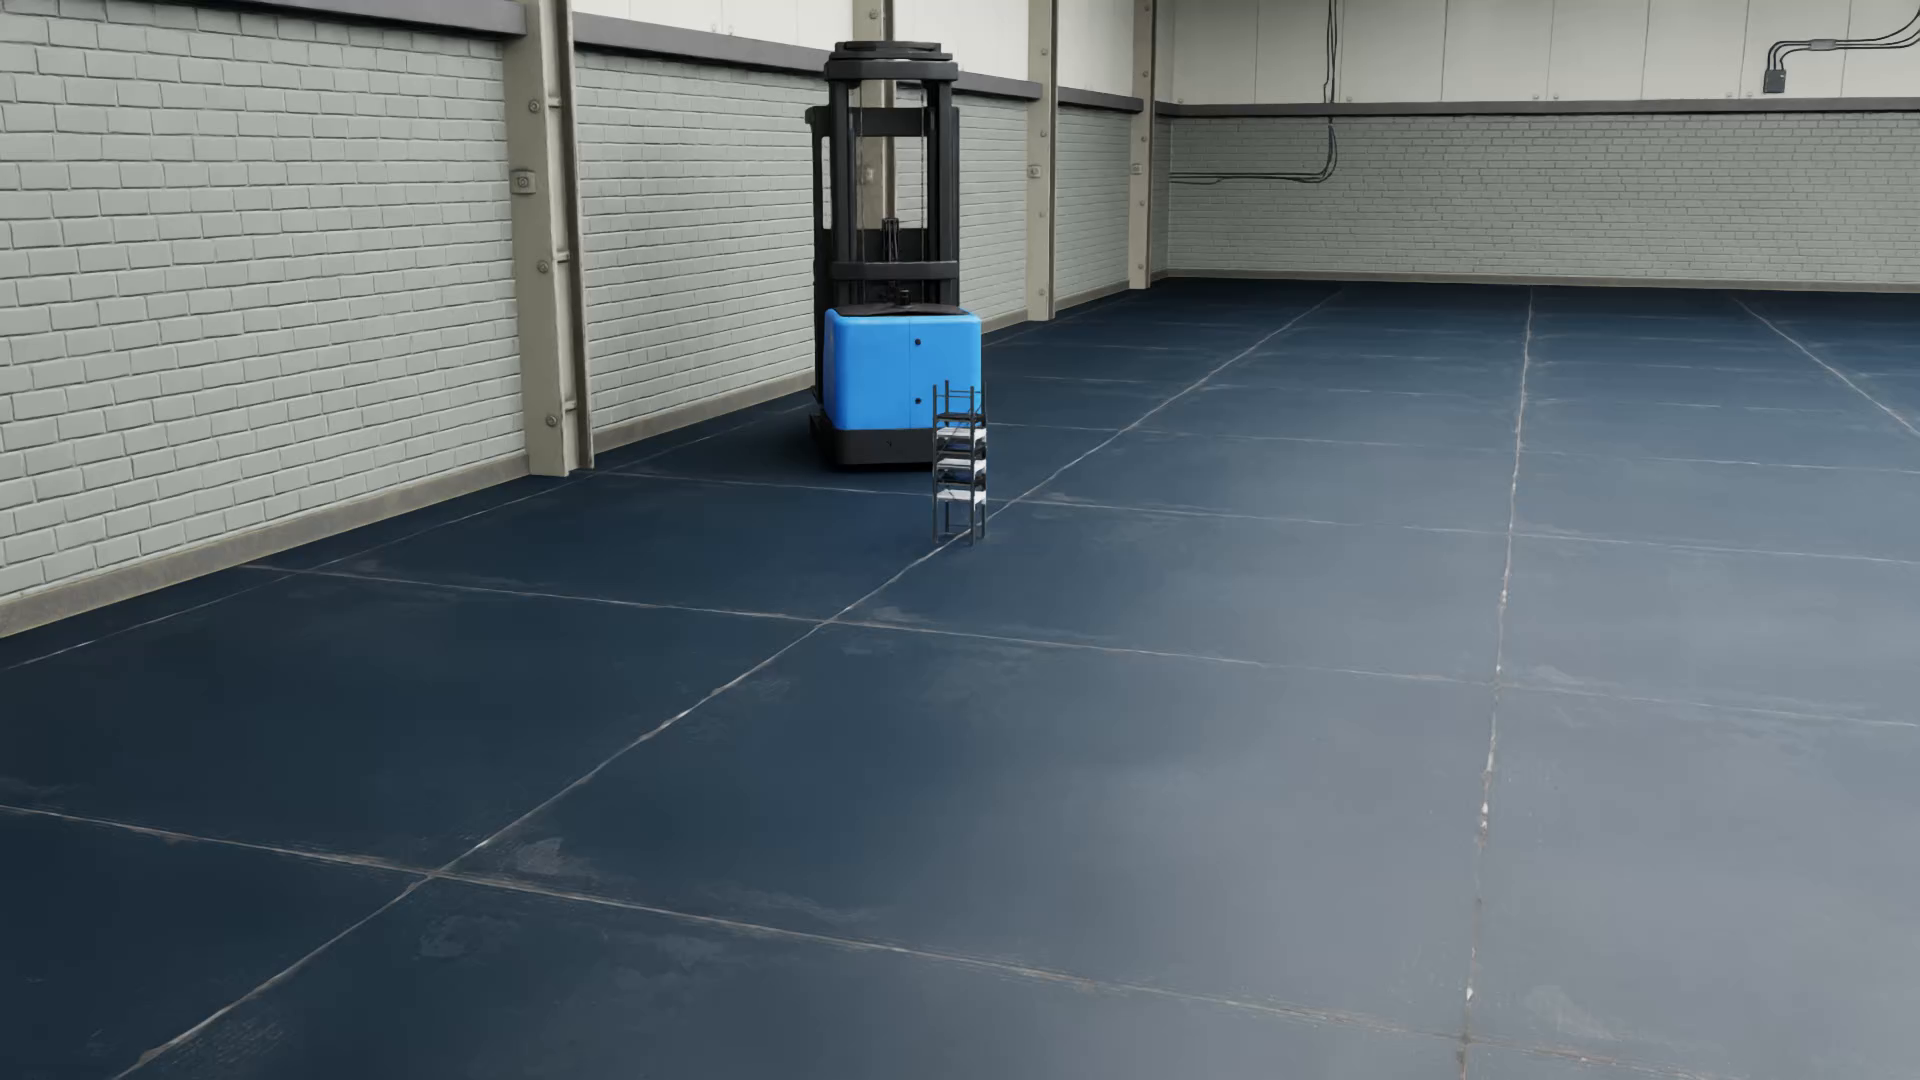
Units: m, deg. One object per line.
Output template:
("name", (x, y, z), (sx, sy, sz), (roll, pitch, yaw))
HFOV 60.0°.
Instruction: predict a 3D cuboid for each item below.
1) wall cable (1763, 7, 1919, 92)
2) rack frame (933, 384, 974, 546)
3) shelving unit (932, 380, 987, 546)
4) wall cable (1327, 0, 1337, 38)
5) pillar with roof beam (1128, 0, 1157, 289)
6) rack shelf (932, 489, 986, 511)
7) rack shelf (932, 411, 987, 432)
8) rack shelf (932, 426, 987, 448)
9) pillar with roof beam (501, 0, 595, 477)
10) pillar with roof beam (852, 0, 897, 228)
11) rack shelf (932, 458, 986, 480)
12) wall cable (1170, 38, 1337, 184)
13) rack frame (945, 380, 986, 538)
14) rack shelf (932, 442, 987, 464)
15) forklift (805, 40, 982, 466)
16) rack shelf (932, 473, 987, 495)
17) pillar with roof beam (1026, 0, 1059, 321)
("wall cable", (14.216, -10.160, 26.136), (2.305, 6.003, 0.169), (4, 14, 18))
("rack frame", (-0.036, -0.416, 9.287), (0.240, 0.900, 0.006), (4, 14, 18))
("shelving unit", (-0.003, -0.437, 9.380), (0.258, 0.900, 0.210), (4, 14, 18))
("wall cable", (7.799, -9.942, 28.454), (3.097, 2.526, 0.112), (4, 14, 18))
("pillar with roof beam", (7.108, -8.354, 25.865), (9.100, 9.000, 0.400), (4, 14, 18))
("rack shelf", (-0.003, -0.229, 9.428), (0.258, 0.077, 0.200), (4, 14, 18))
("rack shelf", (-0.003, -0.668, 9.328), (0.258, 0.077, 0.200), (4, 14, 18))
("rack shelf", (-0.003, -0.580, 9.348), (0.258, 0.077, 0.200), (4, 14, 18))
("pillar with roof beam", (1.284, -4.564, 9.260), (9.100, 9.000, 0.400), (4, 14, 18))
("pillar with roof beam", (3.225, -5.827, 14.795), (9.100, 9.000, 0.400), (4, 14, 18))
("rack shelf", (-0.003, -0.405, 9.388), (0.258, 0.077, 0.200), (4, 14, 18))
("wall cable", (5.239, -7.675, 29.869), (3.097, 2.526, 0.112), (4, 14, 18))
("rack frame", (0.030, -0.458, 9.474), (0.240, 0.900, 0.006), (4, 14, 18))
("rack shelf", (-0.003, -0.492, 9.368), (0.258, 0.077, 0.200), (4, 14, 18))
("forklift", (-0.585, -2.226, 12.655), (1.130, 2.935, 3.031), (-2, 13, -9))
("rack shelf", (-0.003, -0.317, 9.408), (0.258, 0.077, 0.200), (4, 14, 18))
("pillar with roof beam", (5.166, -7.090, 20.330), (9.100, 9.000, 0.400), (4, 14, 18))
